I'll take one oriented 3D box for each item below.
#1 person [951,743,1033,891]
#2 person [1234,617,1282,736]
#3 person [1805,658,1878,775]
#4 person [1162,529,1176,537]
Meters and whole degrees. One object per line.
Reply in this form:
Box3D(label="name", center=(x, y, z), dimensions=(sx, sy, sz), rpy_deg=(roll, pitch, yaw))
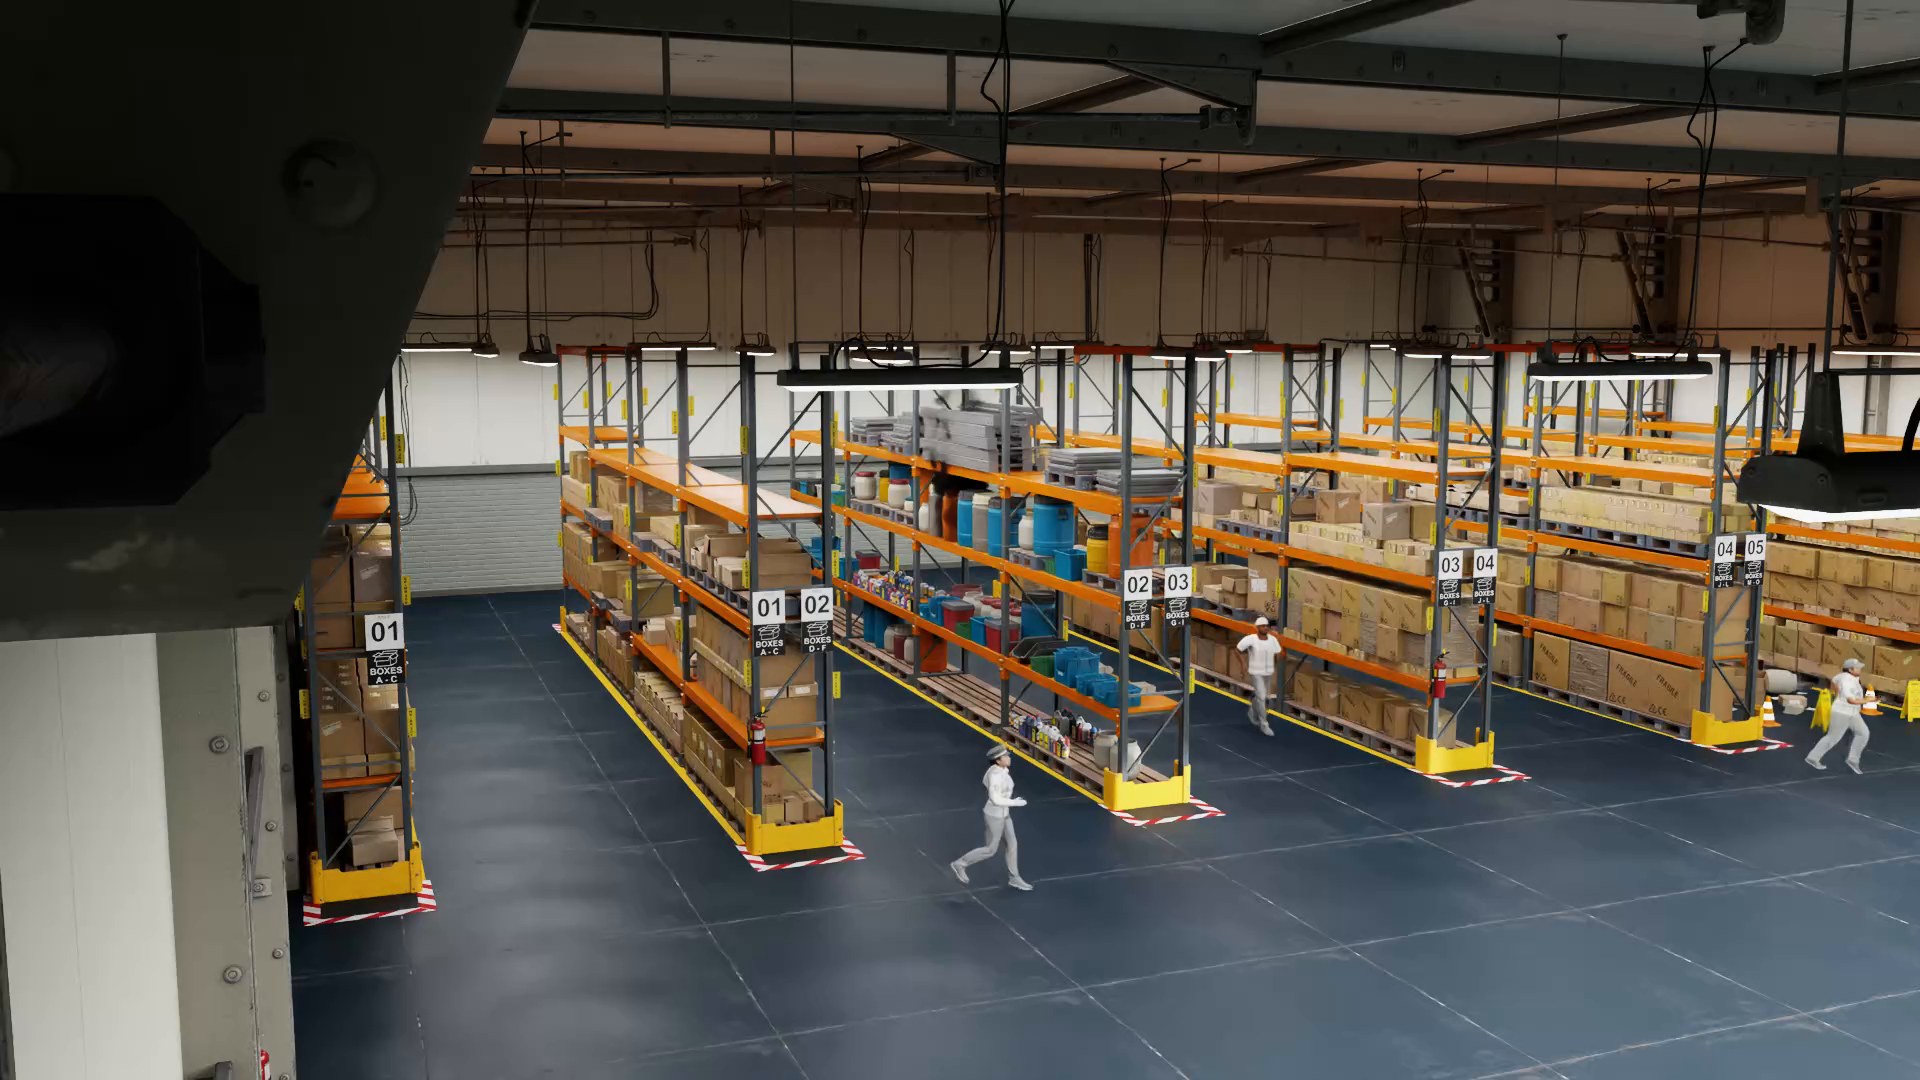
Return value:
Box3D(label="person", center=(0.377, 3.124, 18.765), dimensions=(0.898, 1.708, 0.588), rpy_deg=(1, 7, 8))
Box3D(label="person", center=(4.685, 2.071, 25.776), dimensions=(0.704, 1.769, 0.888), rpy_deg=(-3, 8, -22))
Box3D(label="person", center=(12.590, 2.513, 23.712), dimensions=(0.866, 1.707, 0.613), rpy_deg=(5, 9, 32))
Box3D(label="person", center=(5.064, 0.309, 41.005), dimensions=(0.923, 1.634, 0.612), rpy_deg=(-4, 8, -30))
